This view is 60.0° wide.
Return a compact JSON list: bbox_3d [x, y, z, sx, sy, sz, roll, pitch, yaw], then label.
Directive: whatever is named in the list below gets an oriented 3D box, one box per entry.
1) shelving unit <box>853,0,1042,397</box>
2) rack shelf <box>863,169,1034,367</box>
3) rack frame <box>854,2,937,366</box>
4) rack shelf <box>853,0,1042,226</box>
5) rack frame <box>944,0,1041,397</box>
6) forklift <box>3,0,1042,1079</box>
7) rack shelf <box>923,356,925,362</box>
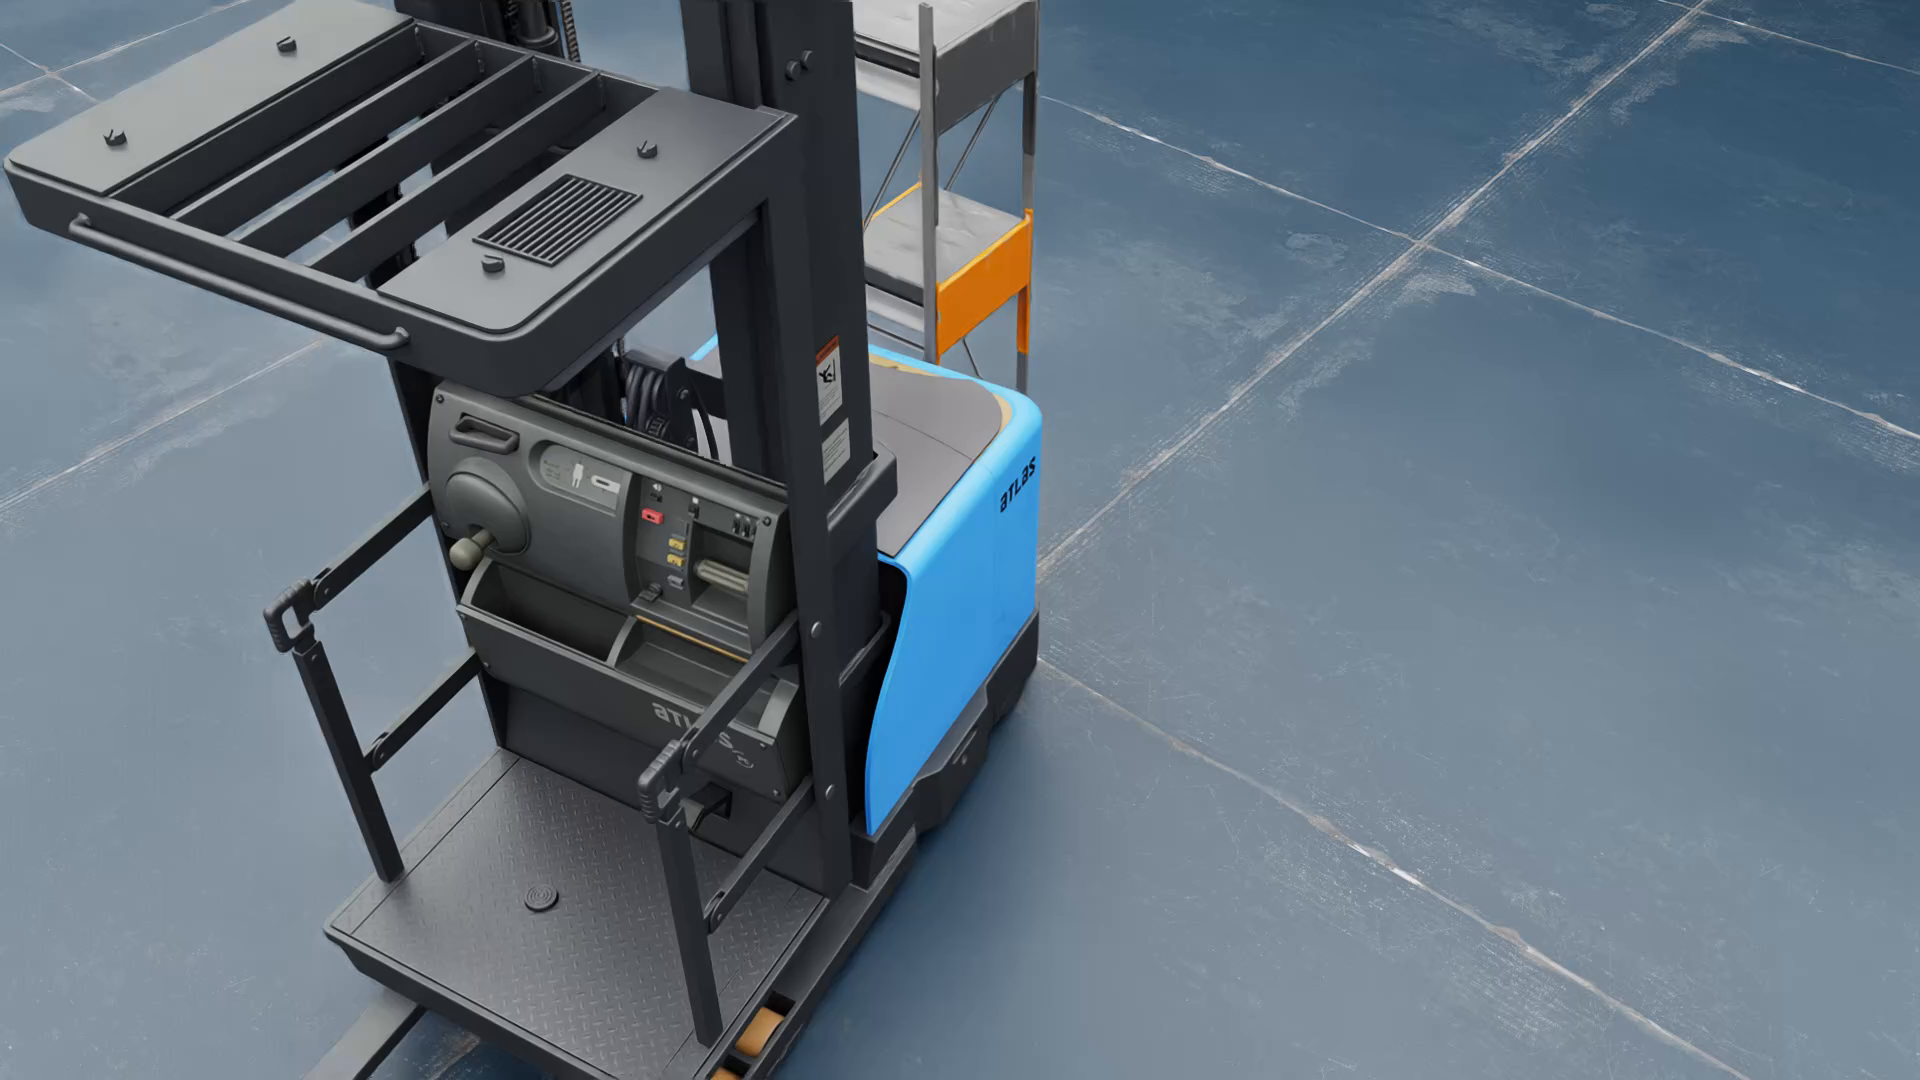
[{"bbox_3d":[-0.091,-0.740,5.003,0.431,2.100,0.503,26,48,25],"label":"shelving unit"},{"bbox_3d":[-0.091,-0.730,5.012,0.431,0.518,0.480,26,48,25],"label":"rack shelf"},{"bbox_3d":[-0.233,-0.606,4.856,0.400,2.100,0.015,26,48,25],"label":"rack frame"},{"bbox_3d":[-0.091,-1.248,4.541,0.431,0.518,0.480,26,48,25],"label":"rack shelf"},{"bbox_3d":[0.050,-0.873,5.150,0.400,2.100,0.015,26,48,25],"label":"rack frame"},{"bbox_3d":[-0.899,0.039,3.528,1.130,2.935,3.031,20,46,21],"label":"forklift"},{"bbox_3d":[-0.091,-0.212,5.483,0.431,0.518,0.480,26,48,25],"label":"rack shelf"}]
